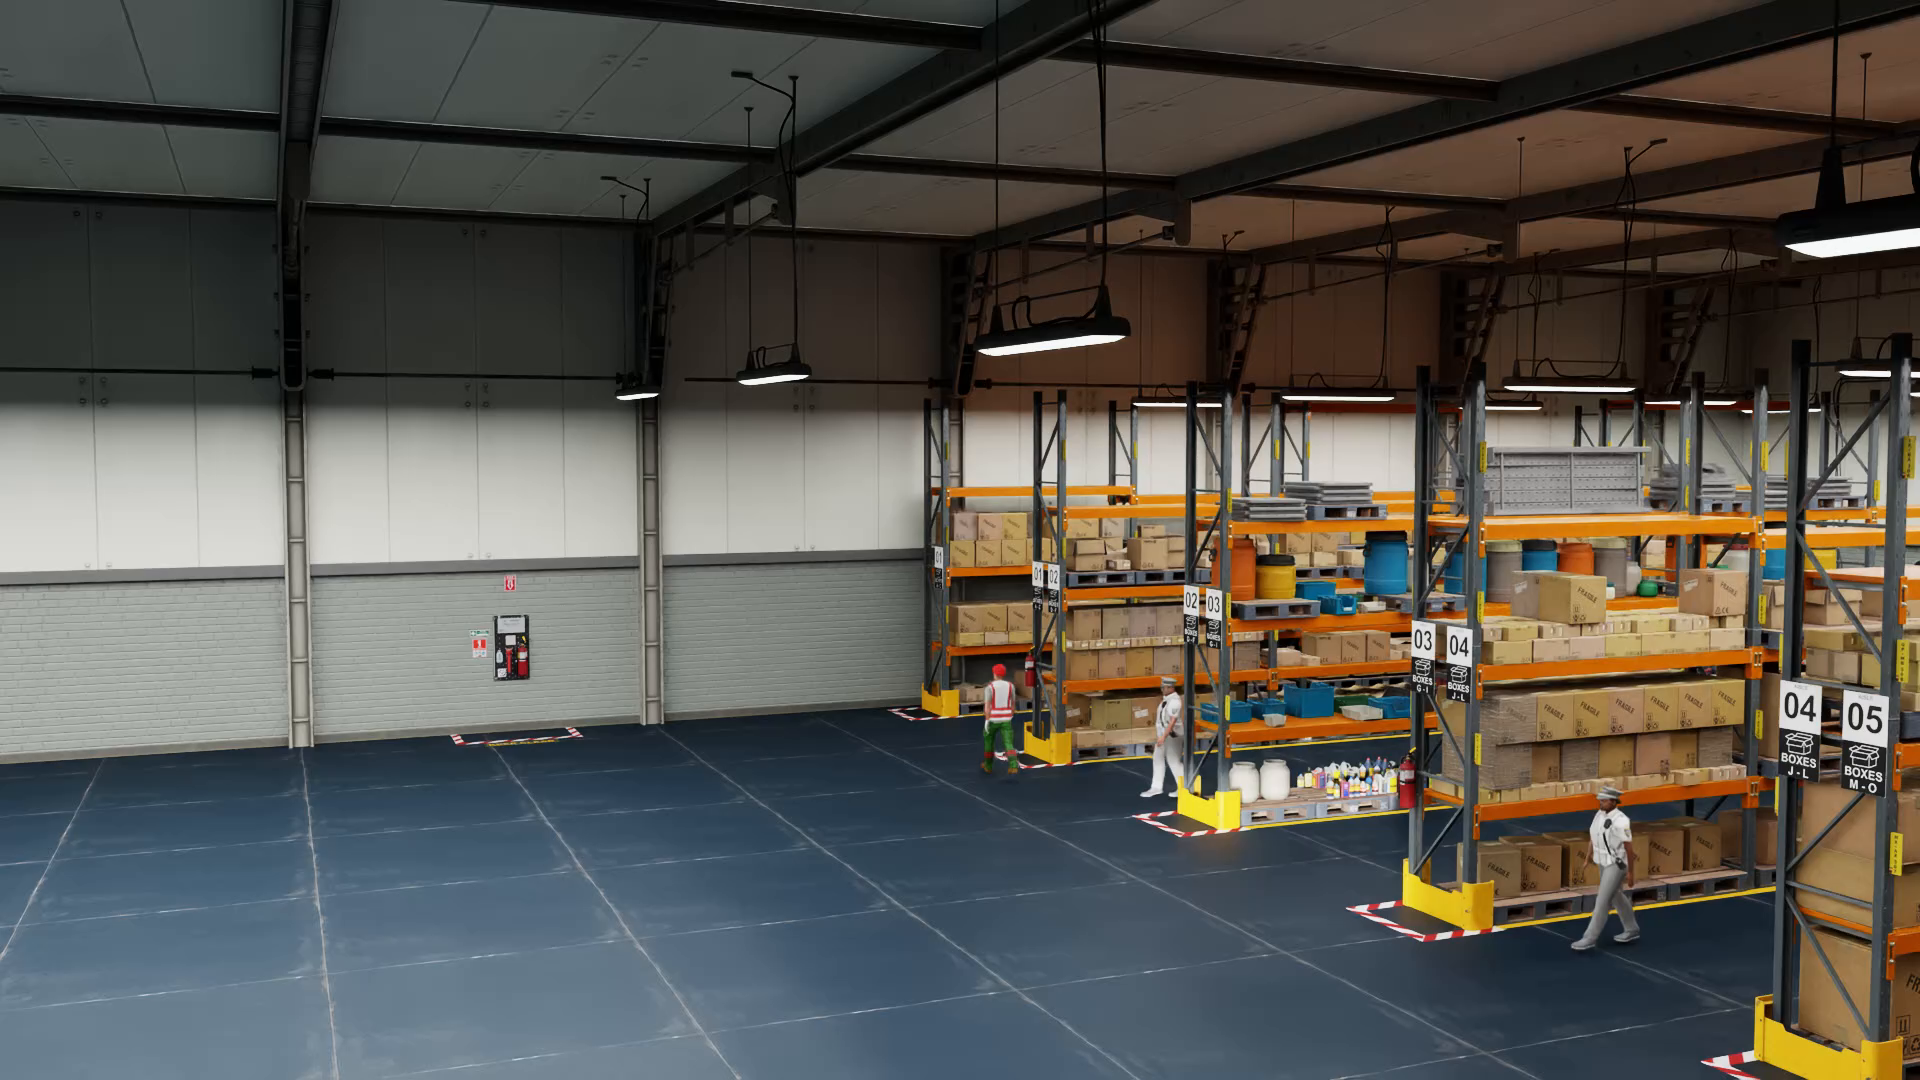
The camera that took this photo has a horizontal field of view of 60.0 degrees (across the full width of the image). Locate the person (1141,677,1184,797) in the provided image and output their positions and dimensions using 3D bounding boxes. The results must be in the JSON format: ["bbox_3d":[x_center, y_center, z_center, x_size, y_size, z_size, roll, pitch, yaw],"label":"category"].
[{"bbox_3d":[2.998,2.875,24.198,0.673,1.761,0.581,0,3,-7],"label":"person"}]

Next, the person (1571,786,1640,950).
[{"bbox_3d":[6.579,3.324,16.982,0.921,1.627,0.485,-1,3,-12],"label":"person"}]

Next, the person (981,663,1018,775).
[{"bbox_3d":[0.609,2.777,25.683,0.528,1.747,1.075,-1,4,-18],"label":"person"}]
